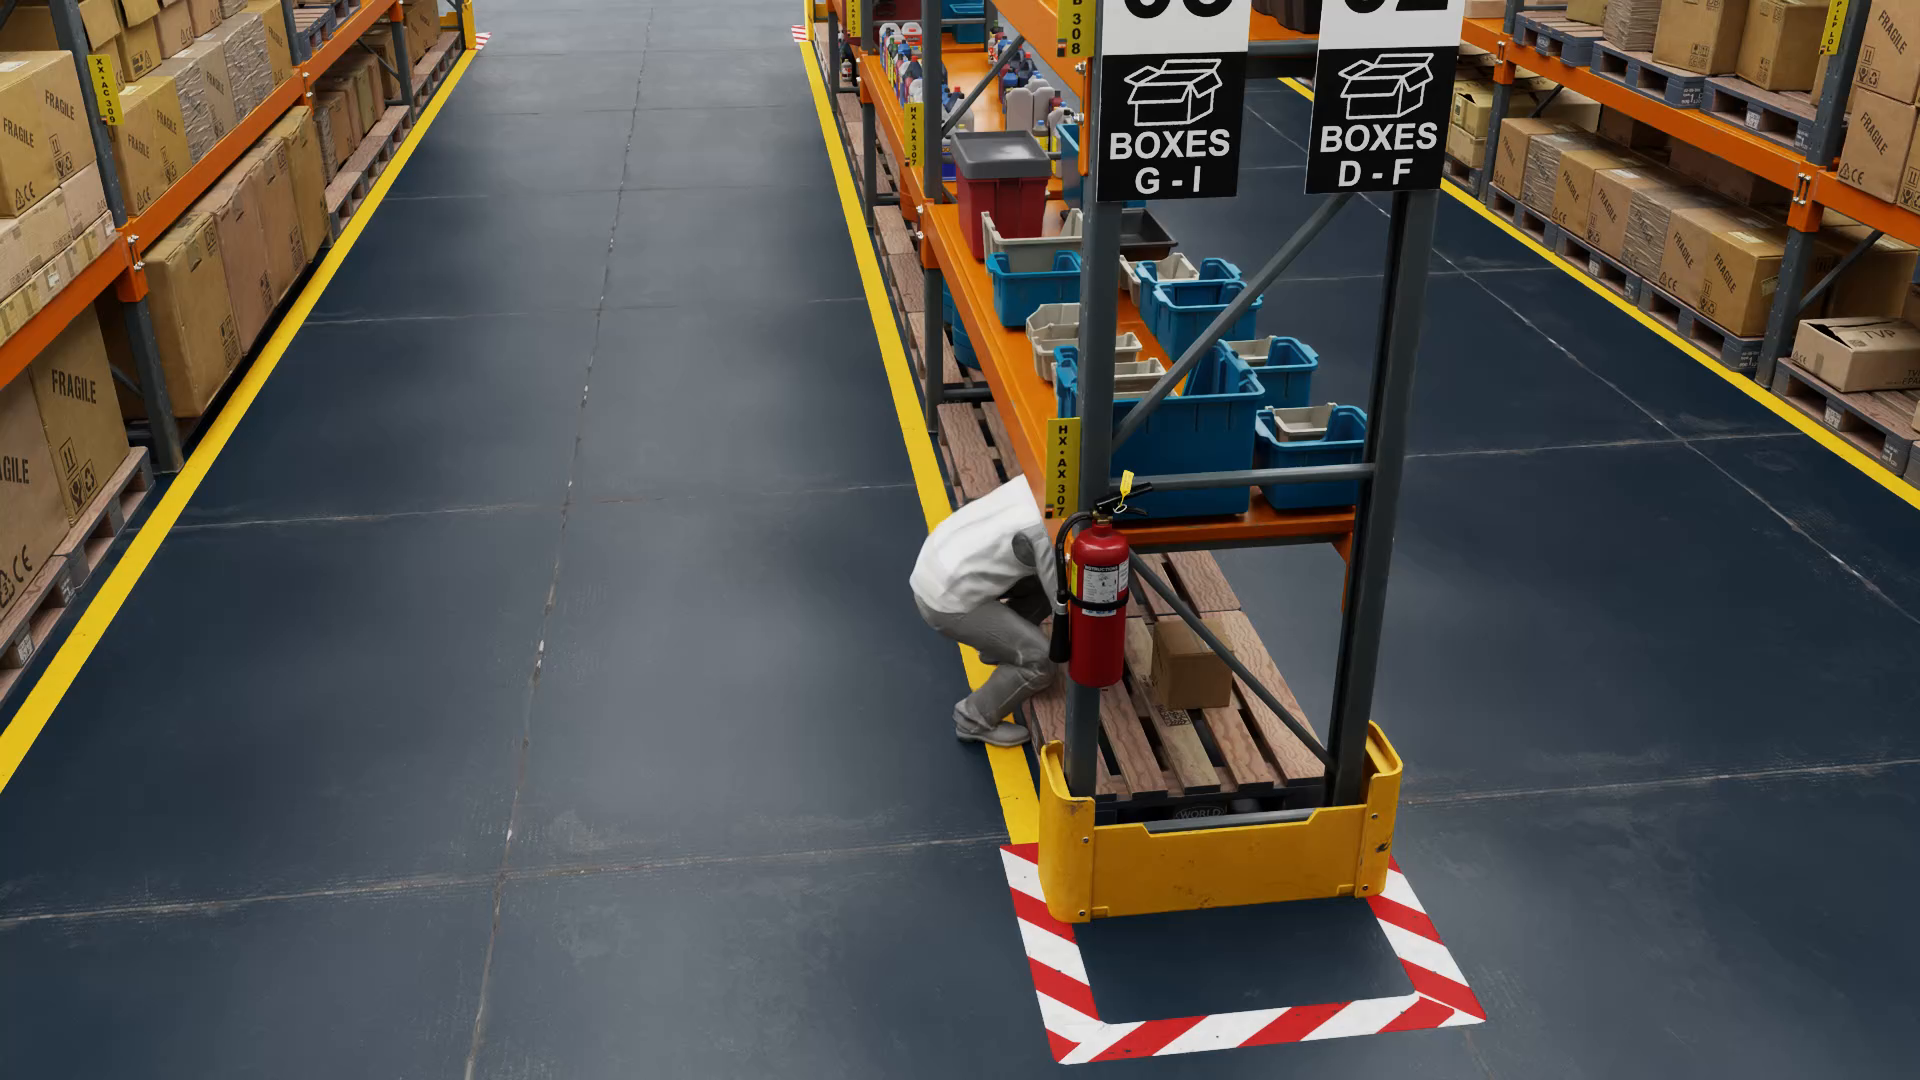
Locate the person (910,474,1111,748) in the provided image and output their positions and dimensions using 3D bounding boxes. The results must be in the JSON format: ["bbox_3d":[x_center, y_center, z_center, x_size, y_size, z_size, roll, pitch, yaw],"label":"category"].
[{"bbox_3d":[0.262,0.193,6.387,0.874,1.161,0.568,4,27,8],"label":"person"}]
